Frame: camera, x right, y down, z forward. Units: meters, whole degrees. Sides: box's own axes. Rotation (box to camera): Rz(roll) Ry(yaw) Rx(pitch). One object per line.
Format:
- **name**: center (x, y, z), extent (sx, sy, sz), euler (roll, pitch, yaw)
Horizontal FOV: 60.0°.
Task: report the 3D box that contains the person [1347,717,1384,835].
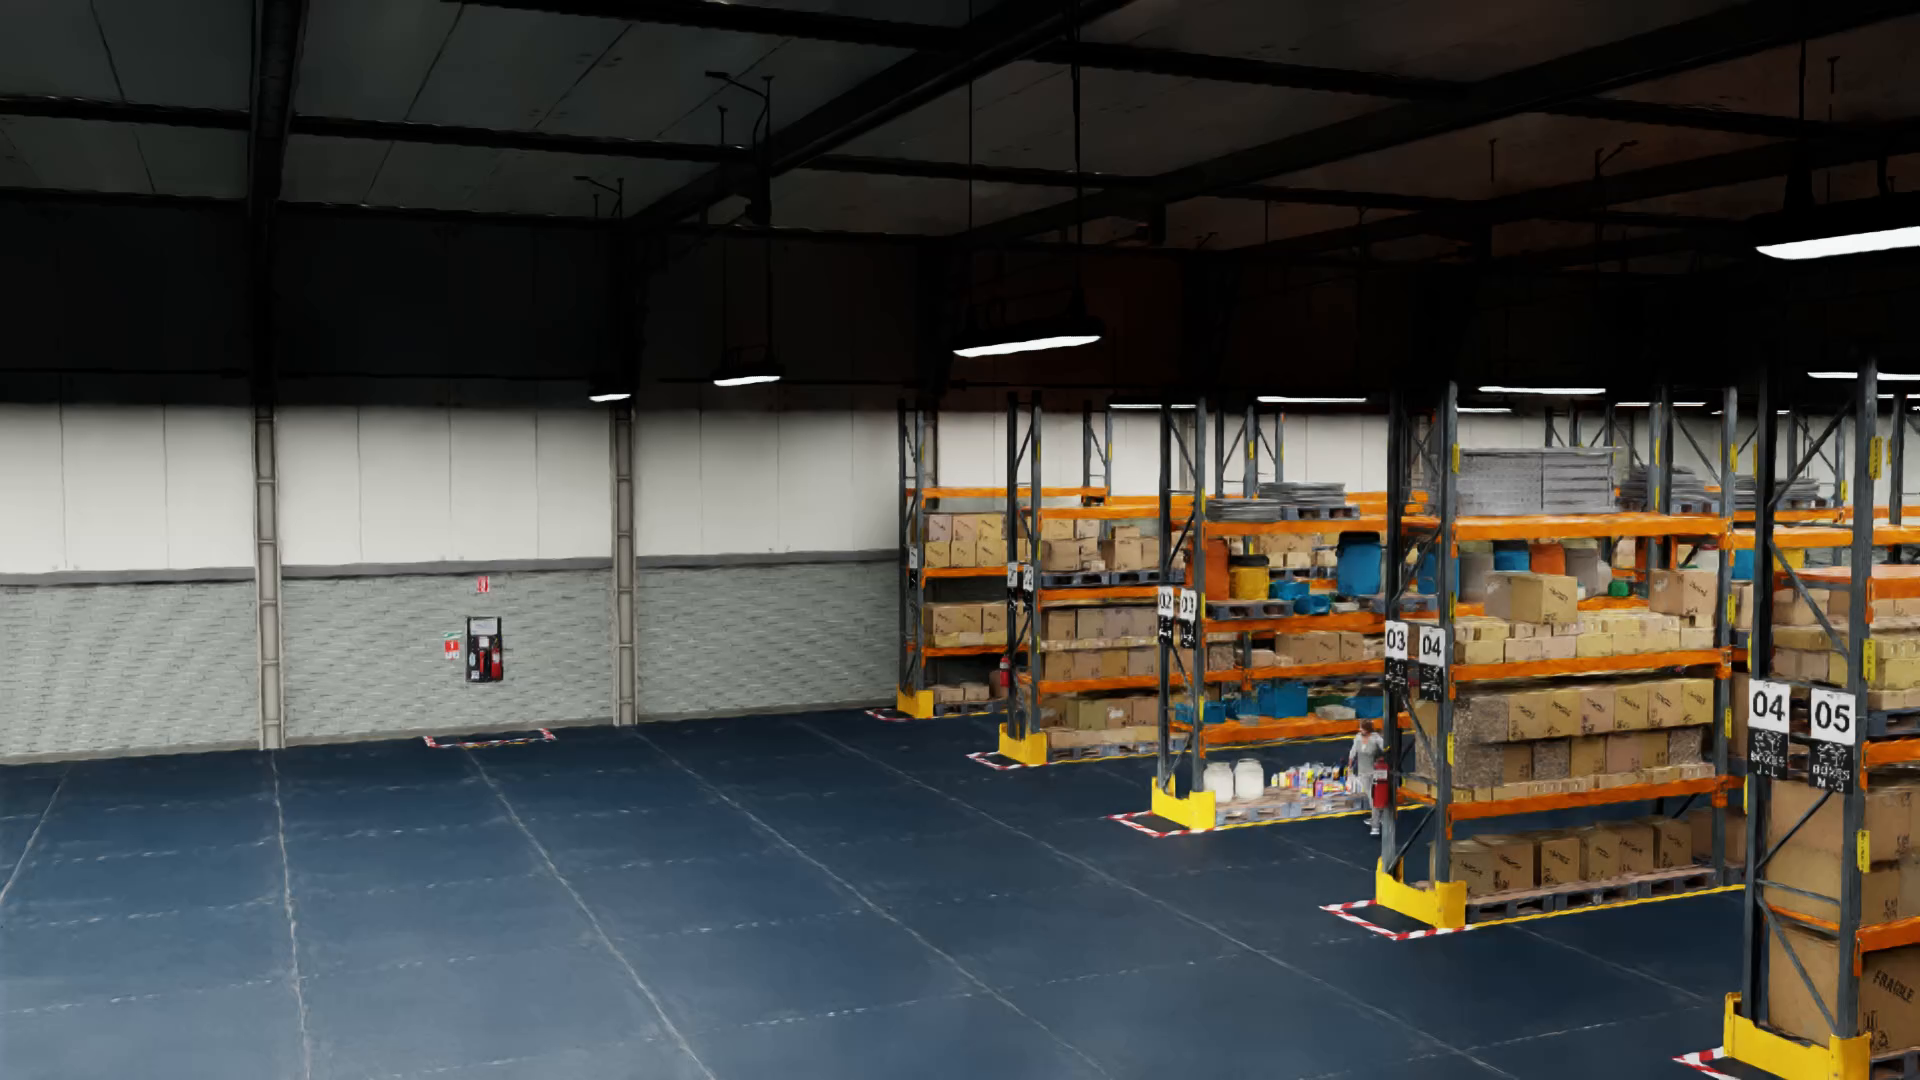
- **person**: center (5.482, 3.100, 22.085), extent (0.782, 1.514, 0.562), euler (-3, 4, -40)
